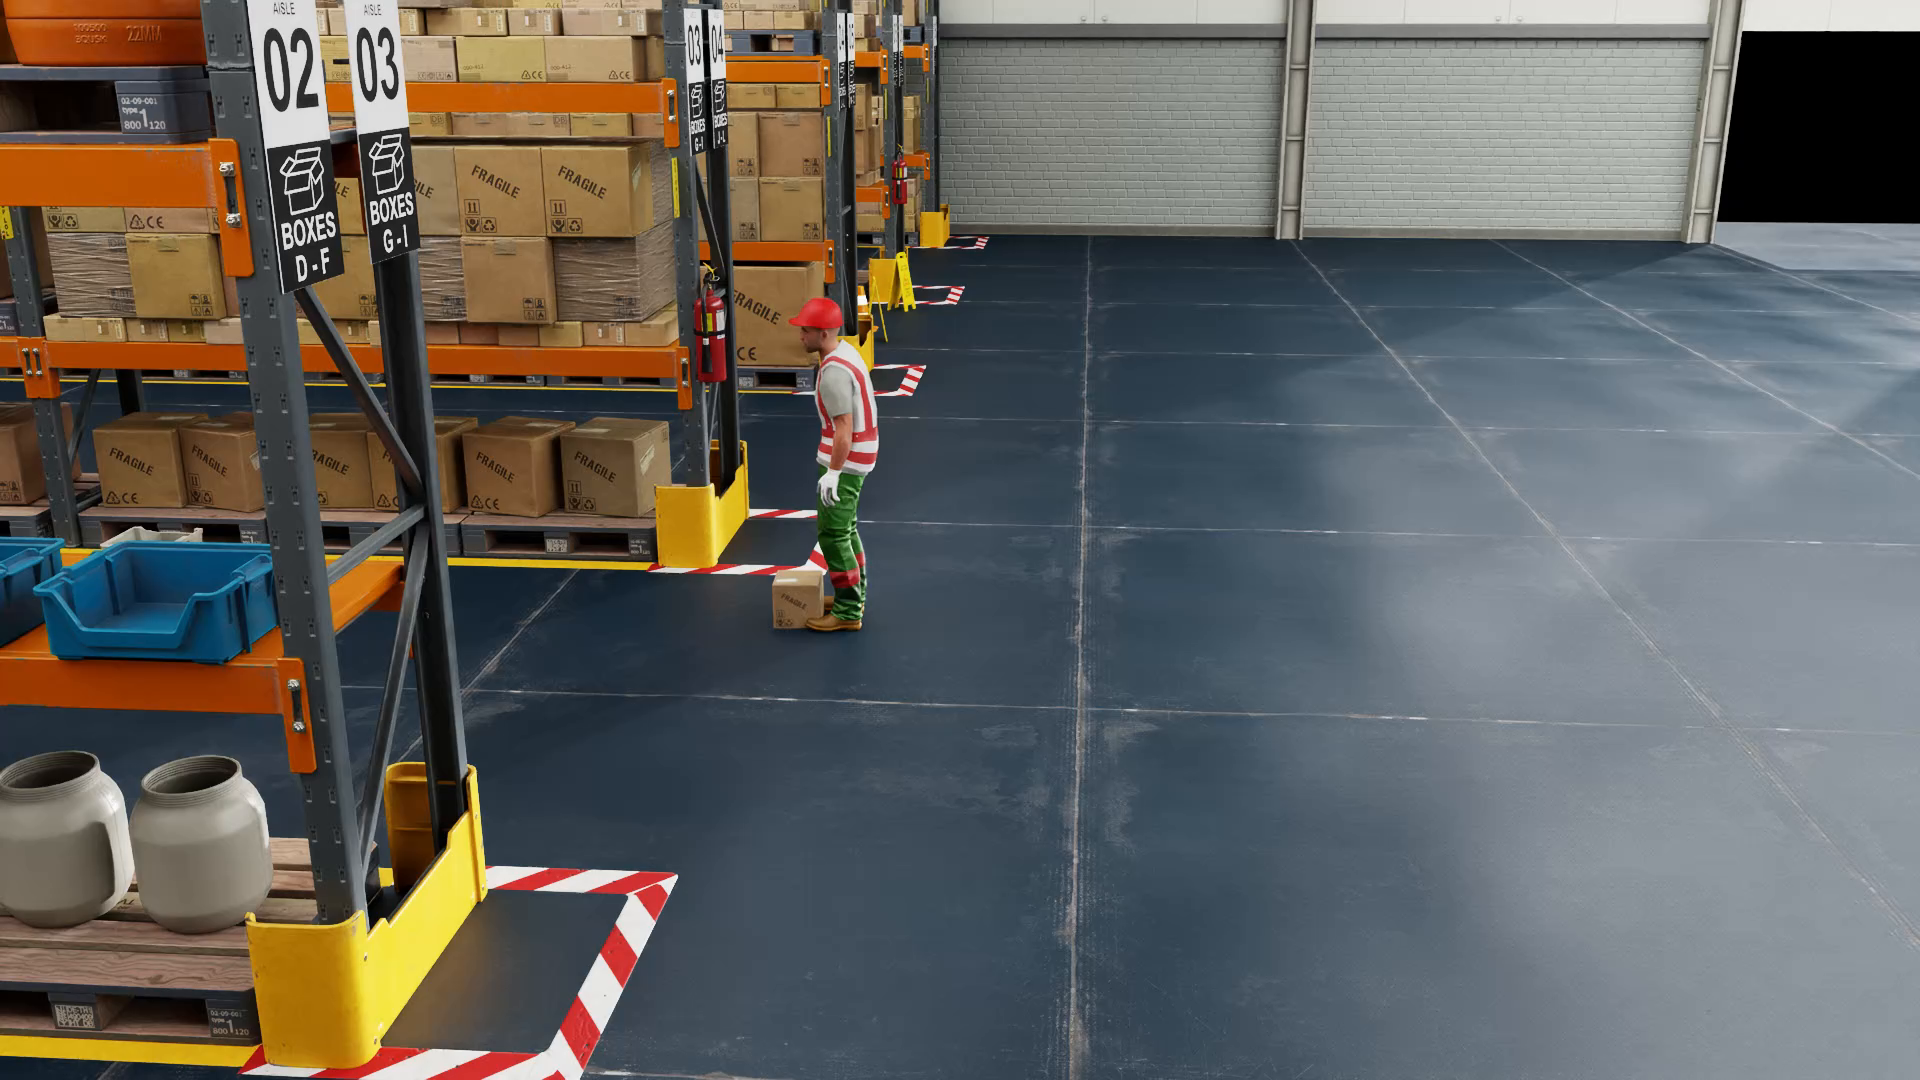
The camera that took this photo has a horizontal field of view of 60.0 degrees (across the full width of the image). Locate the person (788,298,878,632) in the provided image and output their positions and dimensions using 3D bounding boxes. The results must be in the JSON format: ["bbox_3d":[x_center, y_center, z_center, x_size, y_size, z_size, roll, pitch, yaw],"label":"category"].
[{"bbox_3d":[-0.657,-0.397,8.797,0.451,1.779,0.618,0,17,1],"label":"person"}]
